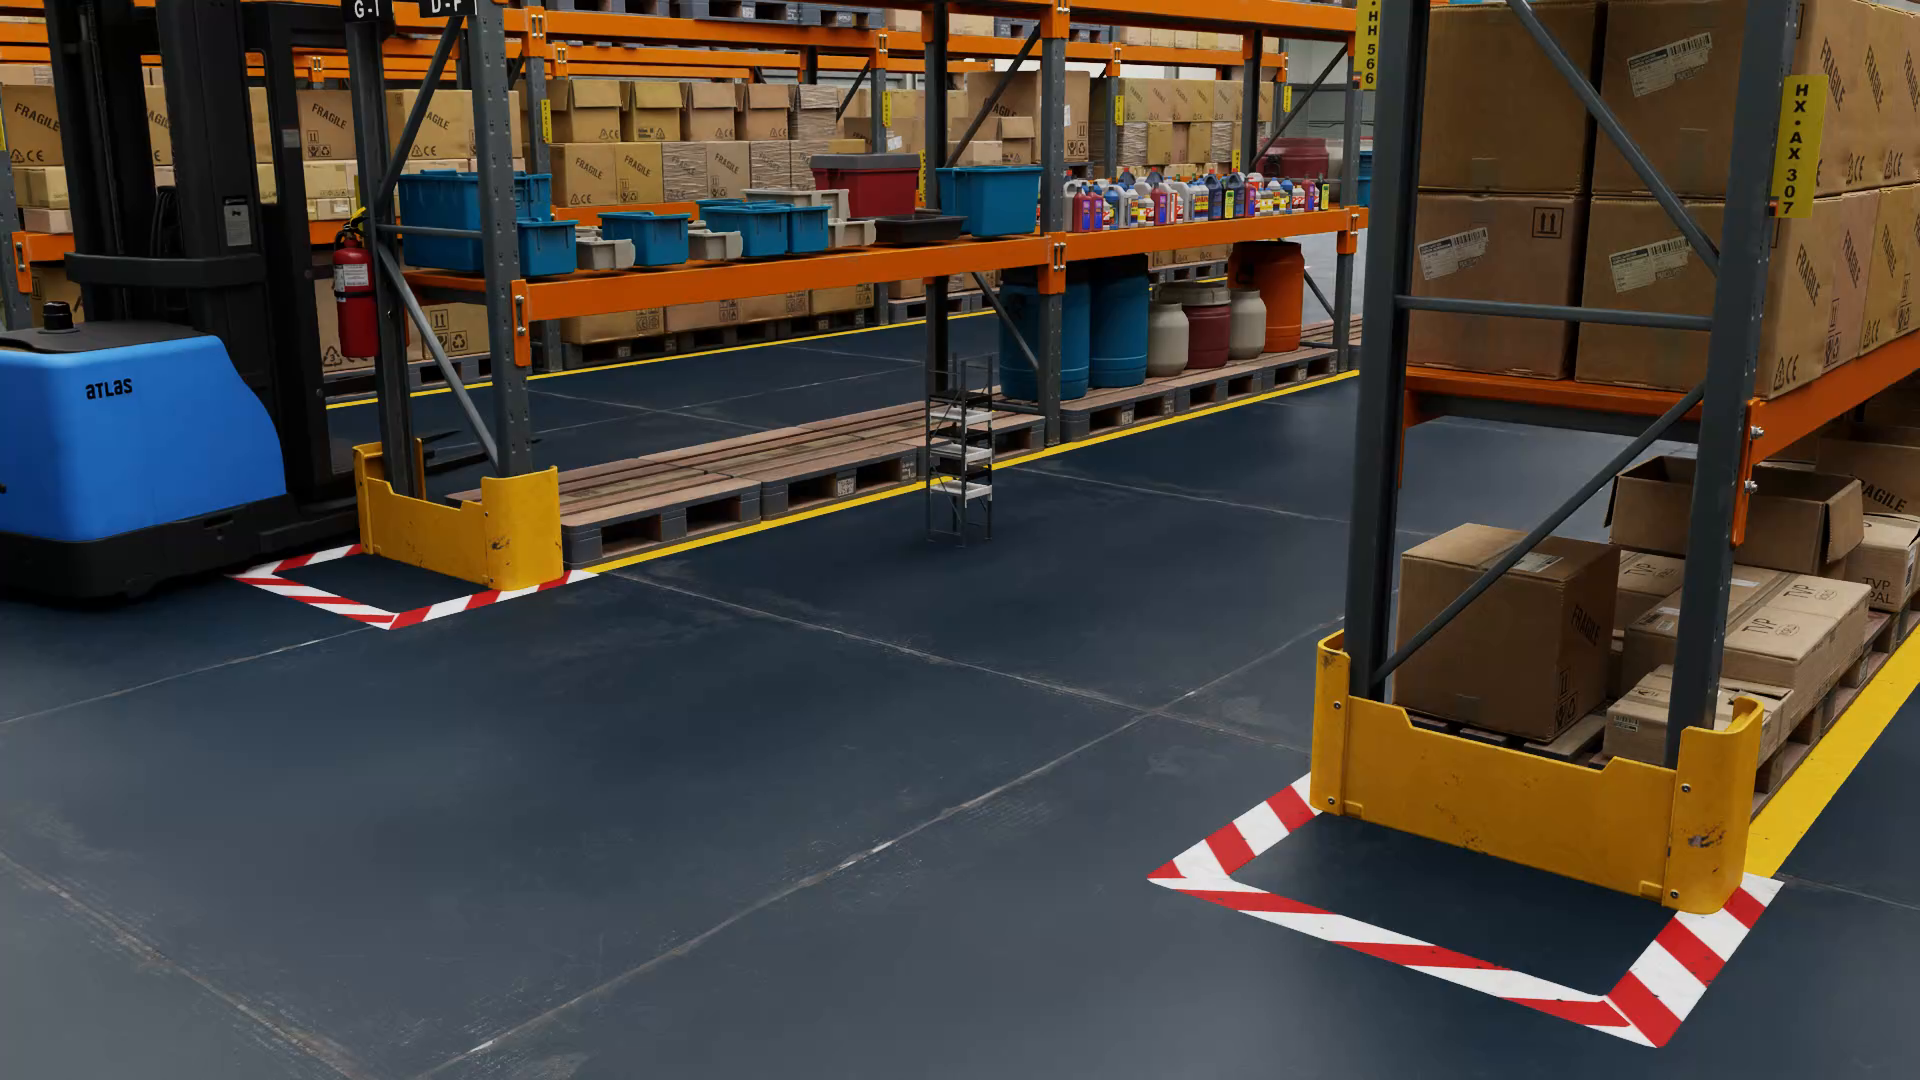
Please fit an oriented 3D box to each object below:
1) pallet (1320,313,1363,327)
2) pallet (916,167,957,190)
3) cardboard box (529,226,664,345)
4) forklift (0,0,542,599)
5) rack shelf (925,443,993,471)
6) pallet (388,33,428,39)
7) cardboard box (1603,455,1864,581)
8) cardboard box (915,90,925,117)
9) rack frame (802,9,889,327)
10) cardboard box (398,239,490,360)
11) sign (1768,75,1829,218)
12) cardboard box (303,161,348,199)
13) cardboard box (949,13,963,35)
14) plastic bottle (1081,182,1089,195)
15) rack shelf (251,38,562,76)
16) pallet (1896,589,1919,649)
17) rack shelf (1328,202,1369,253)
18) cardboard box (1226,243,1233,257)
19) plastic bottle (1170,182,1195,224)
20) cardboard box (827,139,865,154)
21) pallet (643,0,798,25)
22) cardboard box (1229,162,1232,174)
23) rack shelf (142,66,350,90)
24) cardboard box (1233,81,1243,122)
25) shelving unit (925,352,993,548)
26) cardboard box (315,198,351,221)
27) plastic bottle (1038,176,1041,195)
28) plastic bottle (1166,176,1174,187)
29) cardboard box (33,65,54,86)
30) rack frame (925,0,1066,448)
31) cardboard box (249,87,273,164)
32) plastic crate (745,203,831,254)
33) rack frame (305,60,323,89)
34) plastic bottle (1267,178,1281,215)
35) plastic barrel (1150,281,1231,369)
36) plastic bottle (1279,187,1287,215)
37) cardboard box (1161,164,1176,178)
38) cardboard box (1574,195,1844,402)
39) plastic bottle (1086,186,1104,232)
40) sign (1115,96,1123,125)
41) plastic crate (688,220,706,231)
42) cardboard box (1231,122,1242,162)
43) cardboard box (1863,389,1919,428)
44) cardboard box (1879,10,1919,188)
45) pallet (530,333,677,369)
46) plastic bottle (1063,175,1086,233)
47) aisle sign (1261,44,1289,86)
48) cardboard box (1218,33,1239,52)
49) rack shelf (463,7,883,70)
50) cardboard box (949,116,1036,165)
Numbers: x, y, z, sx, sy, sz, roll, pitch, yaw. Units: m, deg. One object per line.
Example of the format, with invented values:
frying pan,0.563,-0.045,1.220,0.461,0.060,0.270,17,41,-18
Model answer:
pallet,4.001,-1.909,15.207,1.003,0.211,1.213,11,18,38
pallet,-0.770,-3.712,17.031,1.213,0.211,1.003,11,18,38
cardboard box,-3.263,-2.185,14.094,1.225,0.875,0.875,11,18,38
forklift,-3.369,-1.490,8.034,1.130,2.935,3.031,7,16,26
rack shelf,-0.005,-0.402,8.014,0.258,0.077,0.200,11,18,38
pallet,-6.323,-5.336,17.325,1.213,0.211,1.003,11,18,38
cardboard box,2.877,0.005,6.186,0.797,0.503,0.637,11,18,38
cardboard box,-0.897,-6.296,24.316,0.875,0.550,0.550,11,18,38
rack frame,-1.135,-3.652,16.405,1.000,3.000,0.127,11,18,38
cardboard box,-4.126,-1.945,13.151,0.875,0.875,0.875,11,18,38
sign,1.962,-0.921,3.900,0.100,0.325,0.005,11,18,38
cardboard box,-4.688,-2.538,11.722,0.500,0.250,0.500,11,18,36
cardboard box,-0.319,-5.182,16.640,0.500,0.250,0.500,12,18,39
plastic bottle,0.855,-2.333,11.476,0.097,0.271,0.097,0,14,0
rack shelf,-6.187,-5.161,17.714,1.077,0.370,4.000,11,18,38
pallet,3.621,0.131,7.178,1.003,0.211,1.213,11,18,38
rack shelf,3.974,-2.919,14.984,1.077,0.370,4.000,11,18,38
cardboard box,3.487,-4.059,22.231,0.500,0.500,0.500,-12,18,-39
plastic bottle,1.518,-2.310,11.377,0.152,0.276,0.135,11,18,38
cardboard box,-1.253,-3.567,15.870,0.500,0.500,0.500,12,19,39
pallet,-2.199,-4.668,14.696,1.003,0.211,1.213,12,19,40
cardboard box,3.430,-4.826,21.539,0.380,0.149,0.250,11,18,38
rack shelf,-11.449,-7.441,26.689,1.077,0.370,4.000,11,18,38
cardboard box,3.429,-5.621,21.318,0.500,0.500,0.500,11,18,38
shelving unit,-0.005,-0.435,8.006,0.258,0.900,0.210,11,18,38
cardboard box,-4.554,-2.360,11.831,0.380,0.149,0.250,12,18,38
plastic bottle,0.526,-2.322,11.271,0.144,0.351,0.185,11,18,38
plastic bottle,1.580,-2.614,12.580,0.097,0.271,0.097,0,14,0
cardboard box,-8.182,-4.022,15.026,0.500,0.500,0.500,12,18,39
rack frame,0.203,-2.119,10.372,1.000,3.000,0.127,11,18,38
cardboard box,-5.017,-2.800,11.232,0.500,0.500,0.500,11,18,36
plastic crate,-0.884,-1.607,8.574,0.416,0.233,0.300,11,18,38
rack frame,-8.843,-5.185,22.442,1.000,3.000,0.127,11,18,38
plastic bottle,2.318,-2.541,12.295,0.097,0.271,0.097,0,14,0
plastic barrel,1.713,-1.607,12.402,0.600,0.588,0.708,11,18,38
plastic bottle,2.379,-2.526,12.377,0.097,0.201,0.097,0,14,0
cardboard box,2.389,-4.479,20.174,0.380,0.149,0.250,11,18,38
cardboard box,2.023,-0.678,4.498,0.500,0.500,0.500,12,18,39
plastic bottle,0.849,-2.092,10.504,0.061,0.283,0.133,11,18,38
sign,1.813,-4.894,18.942,0.100,0.325,0.005,11,18,38
plastic crate,-1.418,-1.608,8.776,0.298,0.136,0.250,11,18,38
cardboard box,3.305,-5.161,21.539,0.875,0.500,0.500,11,18,38
cardboard box,4.547,-0.408,7.822,0.500,0.500,0.500,10,18,35
cardboard box,2.664,-1.359,5.148,0.500,0.500,0.500,12,18,38
pallet,-3.223,-1.693,14.360,1.003,0.211,1.213,11,18,38
plastic bottle,0.702,-2.120,10.477,0.144,0.351,0.185,11,18,38
aisle sign,4.165,-6.409,21.980,0.394,0.787,0.004,11,18,38
cardboard box,3.147,-6.240,20.807,0.500,0.250,0.500,12,18,39
rack shelf,-2.392,-4.374,14.616,1.077,0.370,4.000,11,18,38
cardboard box,0.361,-4.325,17.993,0.797,0.503,0.637,14,20,43
